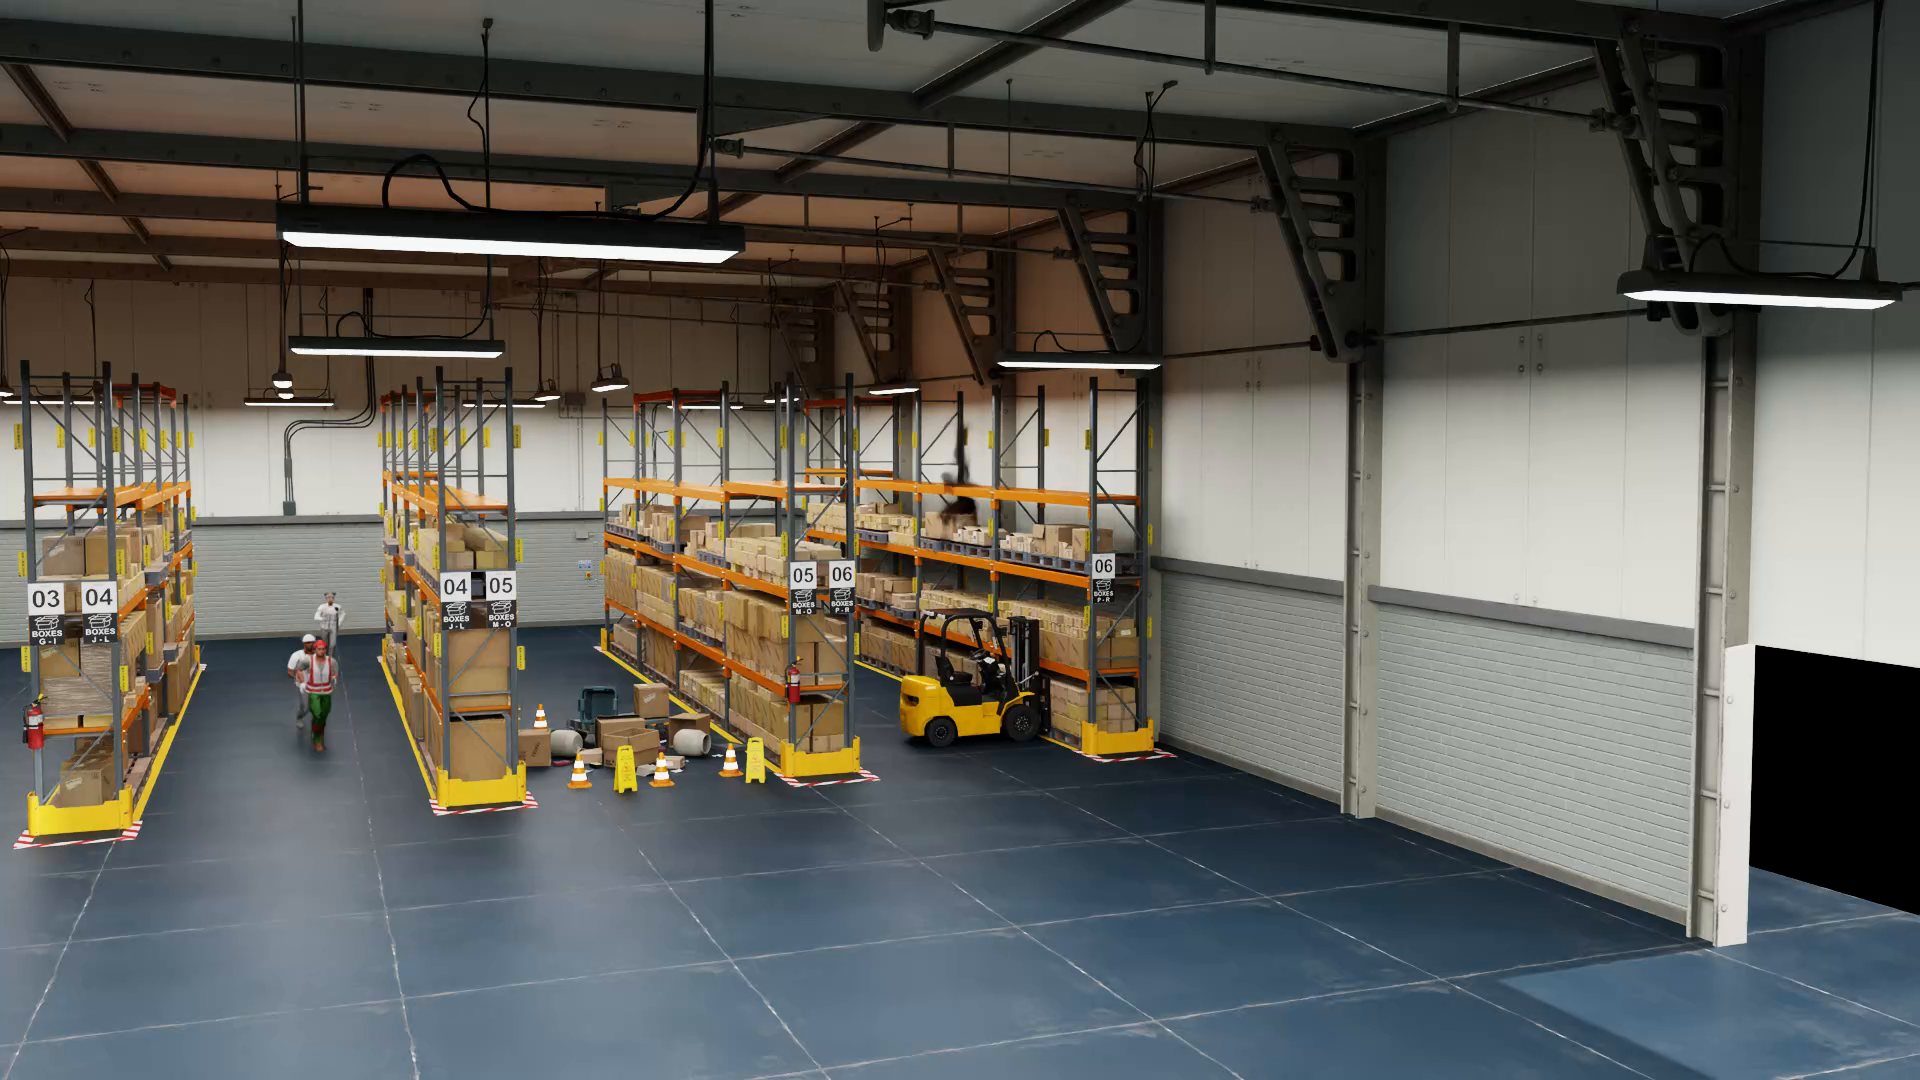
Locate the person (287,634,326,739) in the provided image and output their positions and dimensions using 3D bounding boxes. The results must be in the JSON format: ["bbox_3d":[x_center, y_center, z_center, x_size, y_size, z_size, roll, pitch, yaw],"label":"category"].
[{"bbox_3d":[-10.978,2.445,28.010,0.686,1.745,0.905,-2,4,-36],"label":"person"}]

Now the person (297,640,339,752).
[{"bbox_3d":[-10.364,2.515,26.925,0.587,1.824,0.864,-3,4,-38],"label":"person"}]

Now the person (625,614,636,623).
[{"bbox_3d":[-8.013,1.685,41.071,0.542,1.715,0.746,0,3,6],"label":"person"}]

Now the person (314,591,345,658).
[{"bbox_3d":[-13.731,1.976,36.238,0.617,1.739,0.856,-1,4,-19],"label":"person"}]
